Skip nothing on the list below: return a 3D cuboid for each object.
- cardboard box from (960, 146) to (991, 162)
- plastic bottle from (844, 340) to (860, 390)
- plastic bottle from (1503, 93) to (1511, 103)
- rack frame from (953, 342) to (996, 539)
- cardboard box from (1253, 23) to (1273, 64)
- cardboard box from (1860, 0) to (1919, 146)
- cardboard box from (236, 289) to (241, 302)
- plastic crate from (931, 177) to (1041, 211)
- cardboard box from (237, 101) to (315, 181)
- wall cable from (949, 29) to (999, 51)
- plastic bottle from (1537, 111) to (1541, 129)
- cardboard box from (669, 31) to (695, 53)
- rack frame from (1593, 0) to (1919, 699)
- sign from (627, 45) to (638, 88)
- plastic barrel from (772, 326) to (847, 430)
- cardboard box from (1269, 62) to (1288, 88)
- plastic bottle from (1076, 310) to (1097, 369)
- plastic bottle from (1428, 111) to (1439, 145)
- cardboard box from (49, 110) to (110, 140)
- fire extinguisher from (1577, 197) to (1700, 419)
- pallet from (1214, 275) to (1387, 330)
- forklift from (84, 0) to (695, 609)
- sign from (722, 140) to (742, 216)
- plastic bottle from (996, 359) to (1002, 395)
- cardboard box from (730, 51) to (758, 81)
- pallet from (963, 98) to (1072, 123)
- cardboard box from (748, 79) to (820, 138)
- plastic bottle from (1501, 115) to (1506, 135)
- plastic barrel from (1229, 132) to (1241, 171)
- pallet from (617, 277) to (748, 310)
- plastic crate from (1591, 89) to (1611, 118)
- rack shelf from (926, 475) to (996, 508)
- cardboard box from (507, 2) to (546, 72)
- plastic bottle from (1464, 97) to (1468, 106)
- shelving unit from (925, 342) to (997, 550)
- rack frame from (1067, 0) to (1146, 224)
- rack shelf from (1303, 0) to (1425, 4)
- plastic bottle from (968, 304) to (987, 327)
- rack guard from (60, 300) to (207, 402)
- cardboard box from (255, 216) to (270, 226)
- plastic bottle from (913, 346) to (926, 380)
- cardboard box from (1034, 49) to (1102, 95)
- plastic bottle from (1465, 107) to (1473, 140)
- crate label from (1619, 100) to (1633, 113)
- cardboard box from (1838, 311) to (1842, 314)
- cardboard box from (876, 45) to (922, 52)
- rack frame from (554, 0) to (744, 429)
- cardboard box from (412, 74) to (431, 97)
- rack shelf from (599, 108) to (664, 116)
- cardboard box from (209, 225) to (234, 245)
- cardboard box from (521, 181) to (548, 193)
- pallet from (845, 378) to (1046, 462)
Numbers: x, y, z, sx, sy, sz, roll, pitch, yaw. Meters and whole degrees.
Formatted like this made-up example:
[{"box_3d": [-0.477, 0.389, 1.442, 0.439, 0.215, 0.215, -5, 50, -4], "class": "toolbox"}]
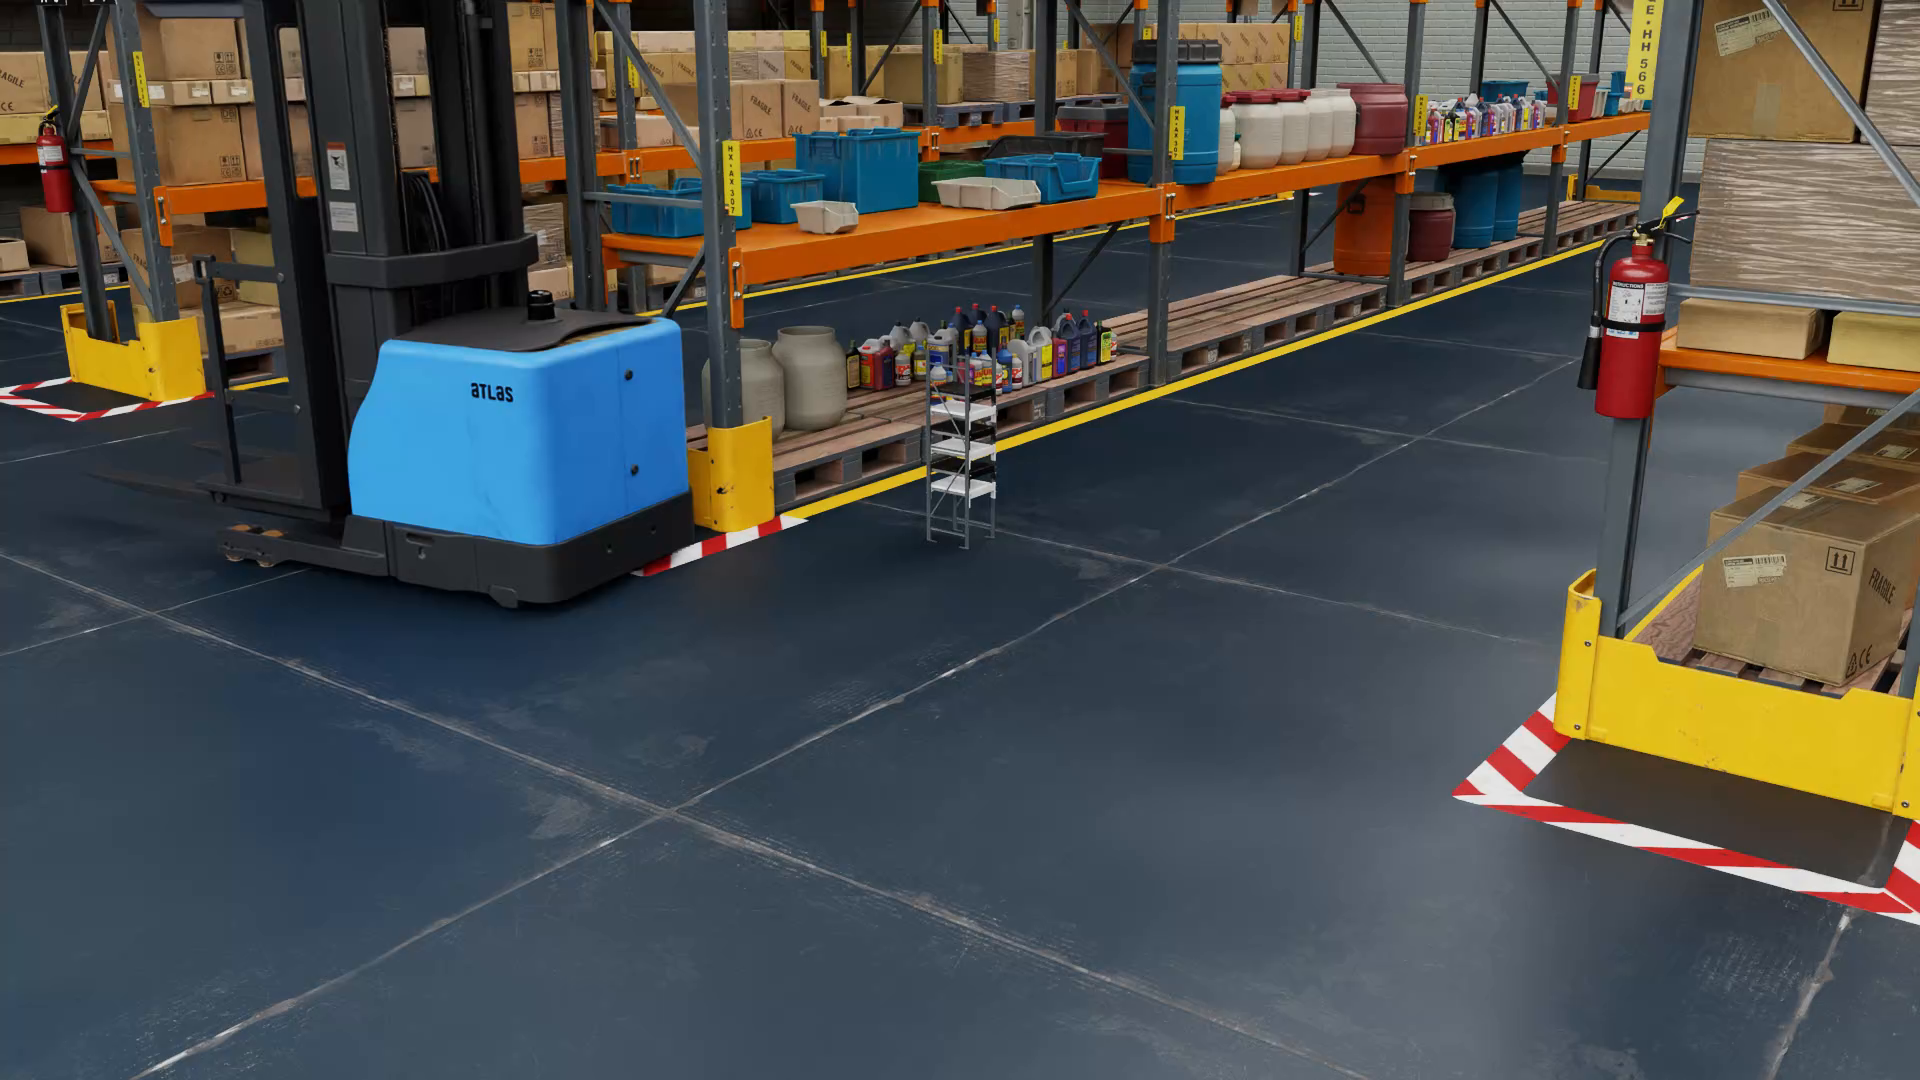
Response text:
[{"box_3d": [0.342, -4.257, 18.602, 0.500, 0.250, 0.500, 12, 21, 34], "class": "cardboard box"}, {"box_3d": [-0.657, -1.037, 9.863, 0.061, 0.283, 0.133, 13, 22, 36], "class": "plastic bottle"}, {"box_3d": [5.295, -4.161, 16.169, 0.144, 0.351, 0.185, 12, 21, 35], "class": "plastic bottle"}, {"box_3d": [0.065, -0.456, 7.695, 0.240, 0.900, 0.006, 12, 21, 35], "class": "rack frame"}, {"box_3d": [3.759, -6.515, 21.811, 0.500, 0.500, 0.500, 13, 22, 36], "class": "cardboard box"}, {"box_3d": [3.070, -1.453, 5.008, 0.500, 0.500, 0.500, 12, 21, 35], "class": "cardboard box"}, {"box_3d": [-5.059, -1.643, 11.904, 0.500, 0.250, 0.500, 12, 21, 35], "class": "cardboard box"}, {"box_3d": [0.165, -1.973, 9.484, 0.530, 0.136, 0.437, 12, 21, 35], "class": "plastic crate"}, {"box_3d": [-4.832, -2.737, 11.330, 0.700, 0.500, 0.500, 13, 22, 36], "class": "cardboard box"}, {"box_3d": [0.126, -8.097, 27.046, 0.084, 1.984, 1.851, 12, 21, 35], "class": "wall cable"}, {"box_3d": [5.674, -4.158, 16.409, 0.097, 0.201, 0.097, 0, 17, 0], "class": "plastic bottle"}, {"box_3d": [-3.552, -6.102, 20.367, 0.500, 0.250, 0.500, 13, 21, 35], "class": "cardboard box"}, {"box_3d": [2.524, -0.703, 4.949, 1.000, 3.000, 0.127, 12, 21, 35], "class": "rack frame"}, {"box_3d": [-2.600, -3.760, 13.202, 0.100, 0.325, 0.005, 12, 21, 35], "class": "sign"}, {"box_3d": [-0.825, -0.880, 9.006, 0.421, 0.512, 0.421, 0, 17, 0], "class": "plastic barrel"}, {"box_3d": [4.055, -6.158, 22.347, 0.500, 0.500, 0.500, 13, 22, 36], "class": "cardboard box"}, {"box_3d": [0.777, -1.271, 10.505, 0.144, 0.351, 0.185, 12, 21, 33], "class": "plastic bottle"}, {"box_3d": [4.063, -3.544, 14.294, 0.061, 0.283, 0.133, 12, 21, 35], "class": "plastic bottle"}, {"box_3d": [-7.955, -3.693, 14.797, 0.500, 0.250, 0.500, 13, 21, 35], "class": "cardboard box"}, {"box_3d": [2.085, -0.720, 5.135, 0.296, 0.674, 0.183, 12, 21, 35], "class": "fire extinguisher"}, {"box_3d": [2.820, -1.974, 13.744, 1.003, 0.211, 1.213, 12, 21, 35], "class": "pallet"}, {"box_3d": [-2.747, -1.405, 7.327, 3.031, 2.935, 1.130, 8, 19, 25], "class": "forklift"}, {"box_3d": [-1.015, -1.612, 7.410, 0.100, 0.325, 0.005, 12, 21, 35], "class": "sign"}, {"box_3d": [0.199, -0.957, 9.746, 0.097, 0.201, 0.097, 0, 17, 0], "class": "plastic bottle"}, {"box_3d": [-2.935, -5.990, 21.271, 0.500, 0.500, 0.500, 12, 21, 35], "class": "cardboard box"}, {"box_3d": [0.492, -4.732, 18.247, 1.003, 0.211, 1.213, 12, 21, 35], "class": "pallet"}, {"box_3d": [-1.650, -4.005, 15.413, 0.500, 0.500, 0.500, 11, 20, 32], "class": "cardboard box"}, {"box_3d": [5.075, -3.919, 15.639, 0.097, 0.201, 0.097, 0, 17, 0], "class": "plastic bottle"}, {"box_3d": [1.841, -2.753, 11.783, 0.301, 0.262, 0.301, 0, 17, 0], "class": "plastic barrel"}, {"box_3d": [-2.639, -2.257, 14.657, 1.003, 0.211, 1.213, 12, 21, 35], "class": "pallet"}, {"box_3d": [6.754, -4.739, 18.046, 0.437, 0.282, 0.530, 12, 21, 35], "class": "plastic crate"}, {"box_3d": [0.005, -0.228, 7.680, 0.258, 0.077, 0.200, 12, 21, 35], "class": "rack shelf"}, {"box_3d": [-3.606, -3.847, 12.717, 0.700, 0.500, 0.500, 12, 21, 35], "class": "cardboard box"}, {"box_3d": [5.135, -4.368, 16.950, 0.061, 0.283, 0.133, 12, 21, 35], "class": "plastic bottle"}, {"box_3d": [0.005, -0.432, 7.617, 0.258, 0.900, 0.210, 12, 21, 35], "class": "shelving unit"}, {"box_3d": [1.720, -5.312, 19.792, 1.000, 3.000, 0.127, 12, 21, 35], "class": "rack frame"}, {"box_3d": [2.121, -4.096, 12.031, 1.077, 0.370, 4.000, 12, 21, 35], "class": "rack shelf"}, {"box_3d": [0.115, -1.357, 10.780, 0.144, 0.351, 0.185, 13, 22, 36], "class": "plastic bottle"}, {"box_3d": [-5.444, -1.255, 10.941, 1.175, 0.500, 0.348, 12, 21, 35], "class": "rack guard"}, {"box_3d": [-4.765, -2.121, 12.179, 0.500, 0.500, 0.500, 12, 21, 35], "class": "cardboard box"}, {"box_3d": [-0.238, -1.084, 10.153, 0.097, 0.201, 0.097, 0, 17, 0], "class": "plastic bottle"}, {"box_3d": [1.258, -5.487, 19.479, 0.700, 0.500, 0.500, 5, 18, 16], "class": "cardboard box"}, {"box_3d": [4.555, -3.741, 14.928, 0.061, 0.283, 0.133, 12, 21, 35], "class": "plastic bottle"}, {"box_3d": [7.408, -4.928, 18.899, 0.396, 0.136, 0.243, 12, 21, 35], "class": "crate label"}, {"box_3d": [2.946, -0.872, 5.917, 0.380, 0.149, 0.250, 12, 21, 35], "class": "cardboard box"}, {"box_3d": [-1.059, -6.804, 24.091, 0.980, 0.700, 0.700, 11, 20, 32], "class": "cardboard box"}, {"box_3d": [-1.454, -1.578, 7.767, 1.000, 3.000, 0.127, 12, 21, 35], "class": "rack frame"}, {"box_3d": [-3.950, -3.296, 12.036, 0.380, 0.149, 0.250, 13, 22, 36], "class": "cardboard box"}, {"box_3d": [-3.452, -5.367, 21.181, 1.077, 0.370, 4.000, 12, 21, 35], "class": "rack shelf"}, {"box_3d": [-7.322, -3.006, 16.400, 0.380, 0.166, 0.250, 9, 20, 28], "class": "cardboard box"}, {"box_3d": [-5.031, -4.070, 19.264, 0.700, 0.500, 0.500, 13, 21, 35], "class": "cardboard box"}, {"box_3d": [-0.231, -0.754, 9.817, 1.003, 0.211, 1.213, 12, 21, 35], "class": "pallet"}]
